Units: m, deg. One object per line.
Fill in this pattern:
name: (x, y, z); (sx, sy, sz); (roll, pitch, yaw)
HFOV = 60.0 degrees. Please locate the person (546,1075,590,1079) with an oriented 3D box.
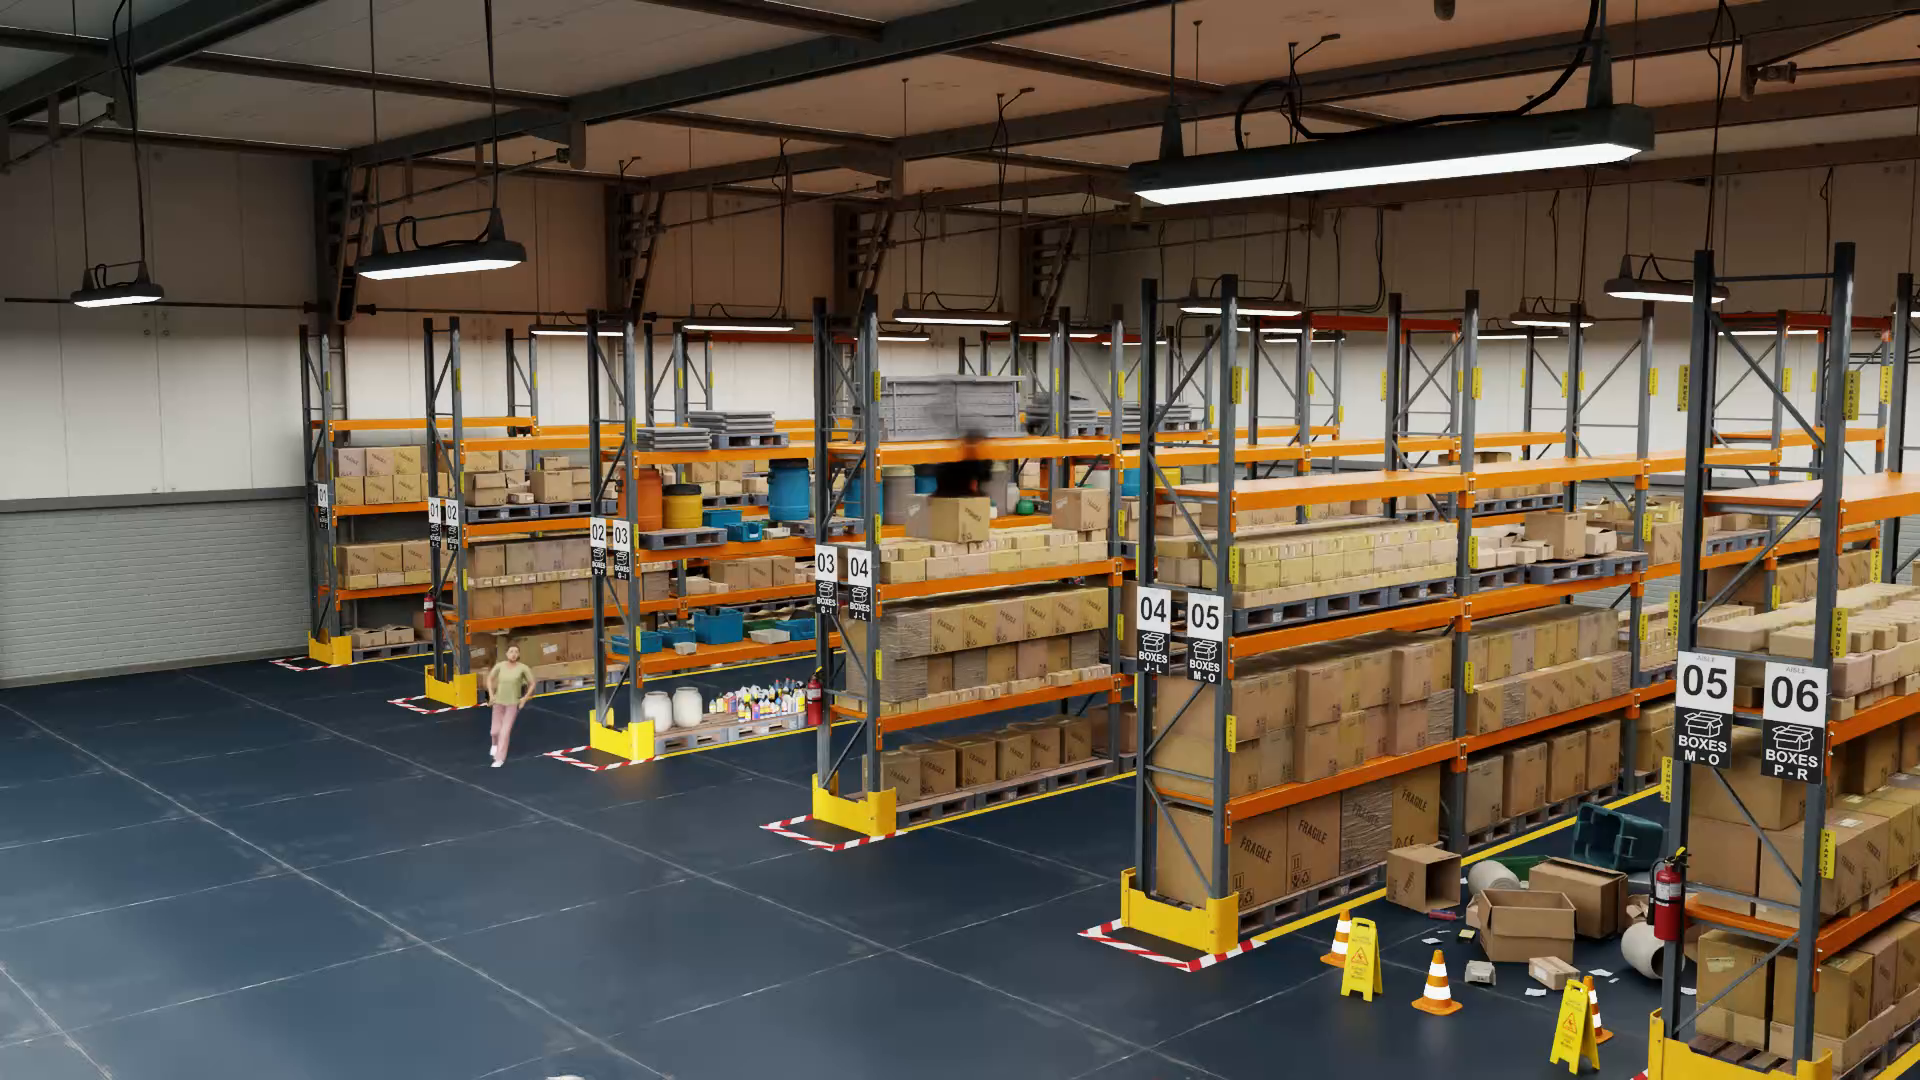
person: (-1.972, 3.492, 8.383); (0.623, 1.661, 0.560); (-1, 6, -8)

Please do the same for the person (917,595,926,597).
person: (-0.602, 1.278, 29.275); (0.677, 1.733, 0.800); (4, 7, 33)

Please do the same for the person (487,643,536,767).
person: (-5.913, 2.150, 21.929); (0.630, 1.615, 0.578); (-1, 6, -8)
